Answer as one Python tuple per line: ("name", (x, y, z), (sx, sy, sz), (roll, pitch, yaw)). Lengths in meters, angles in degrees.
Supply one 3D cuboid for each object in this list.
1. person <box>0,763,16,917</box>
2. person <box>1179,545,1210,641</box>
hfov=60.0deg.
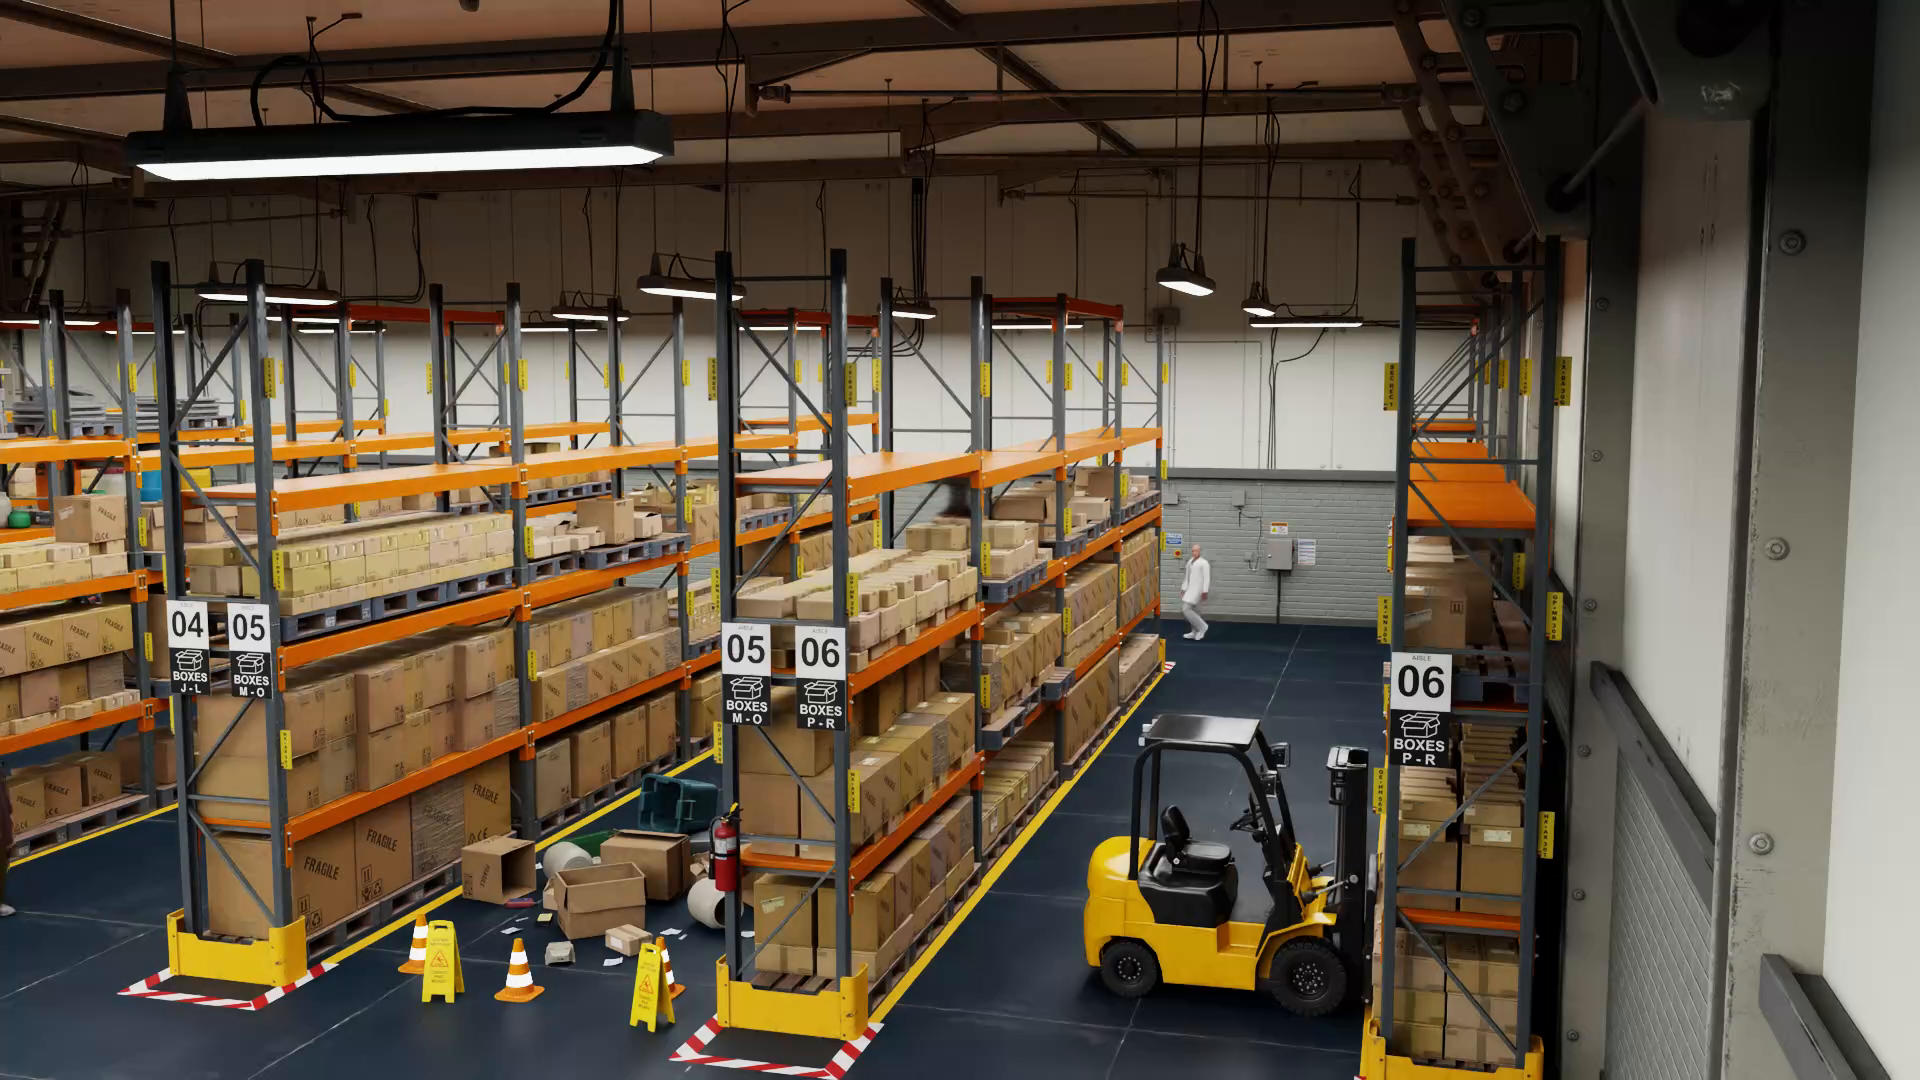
("person", (-9.112, 2.671, 15.508), (0.415, 1.812, 0.660), (4, 7, 32))
("person", (4.383, 0.981, 31.126), (0.524, 1.789, 0.554), (0, 6, -4))
